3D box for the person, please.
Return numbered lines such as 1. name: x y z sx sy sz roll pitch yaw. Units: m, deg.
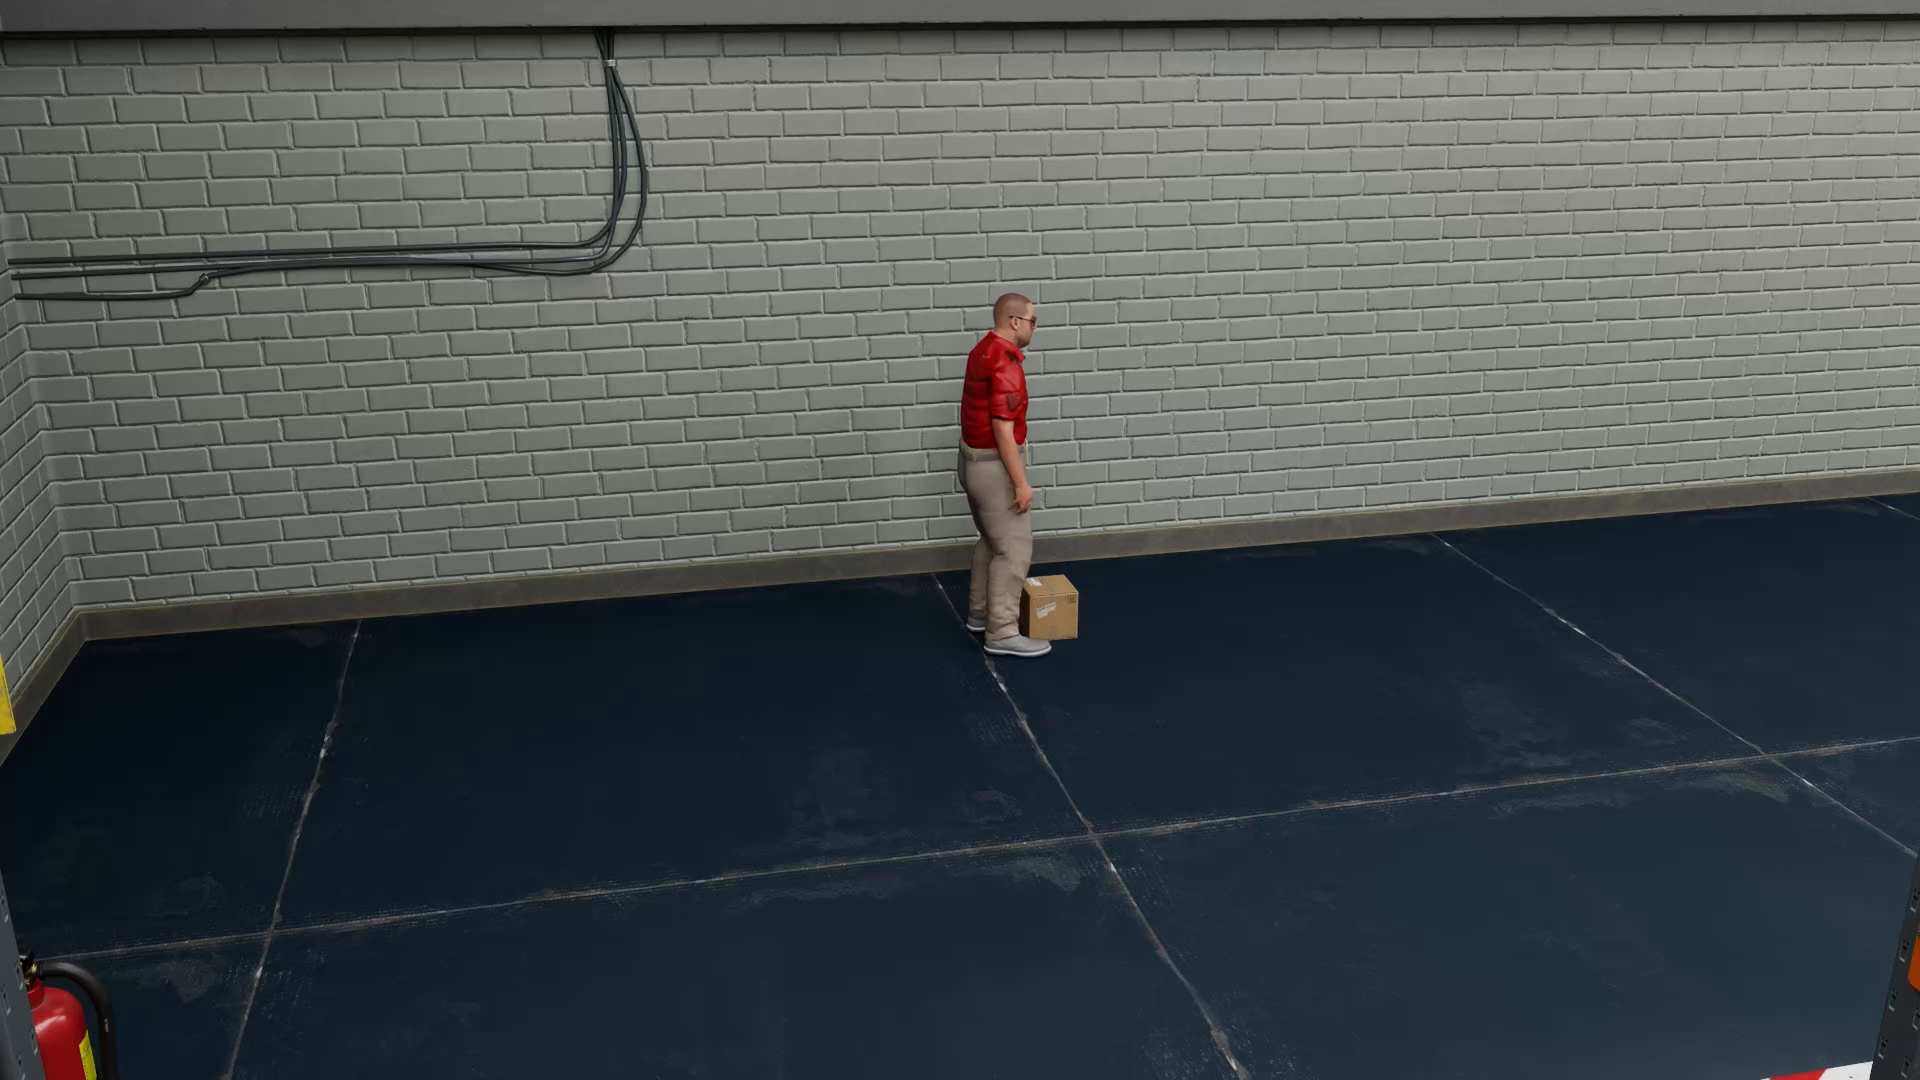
1. person: 0.200 -0.327 8.013 0.397 1.727 0.586 -4 20 -12
